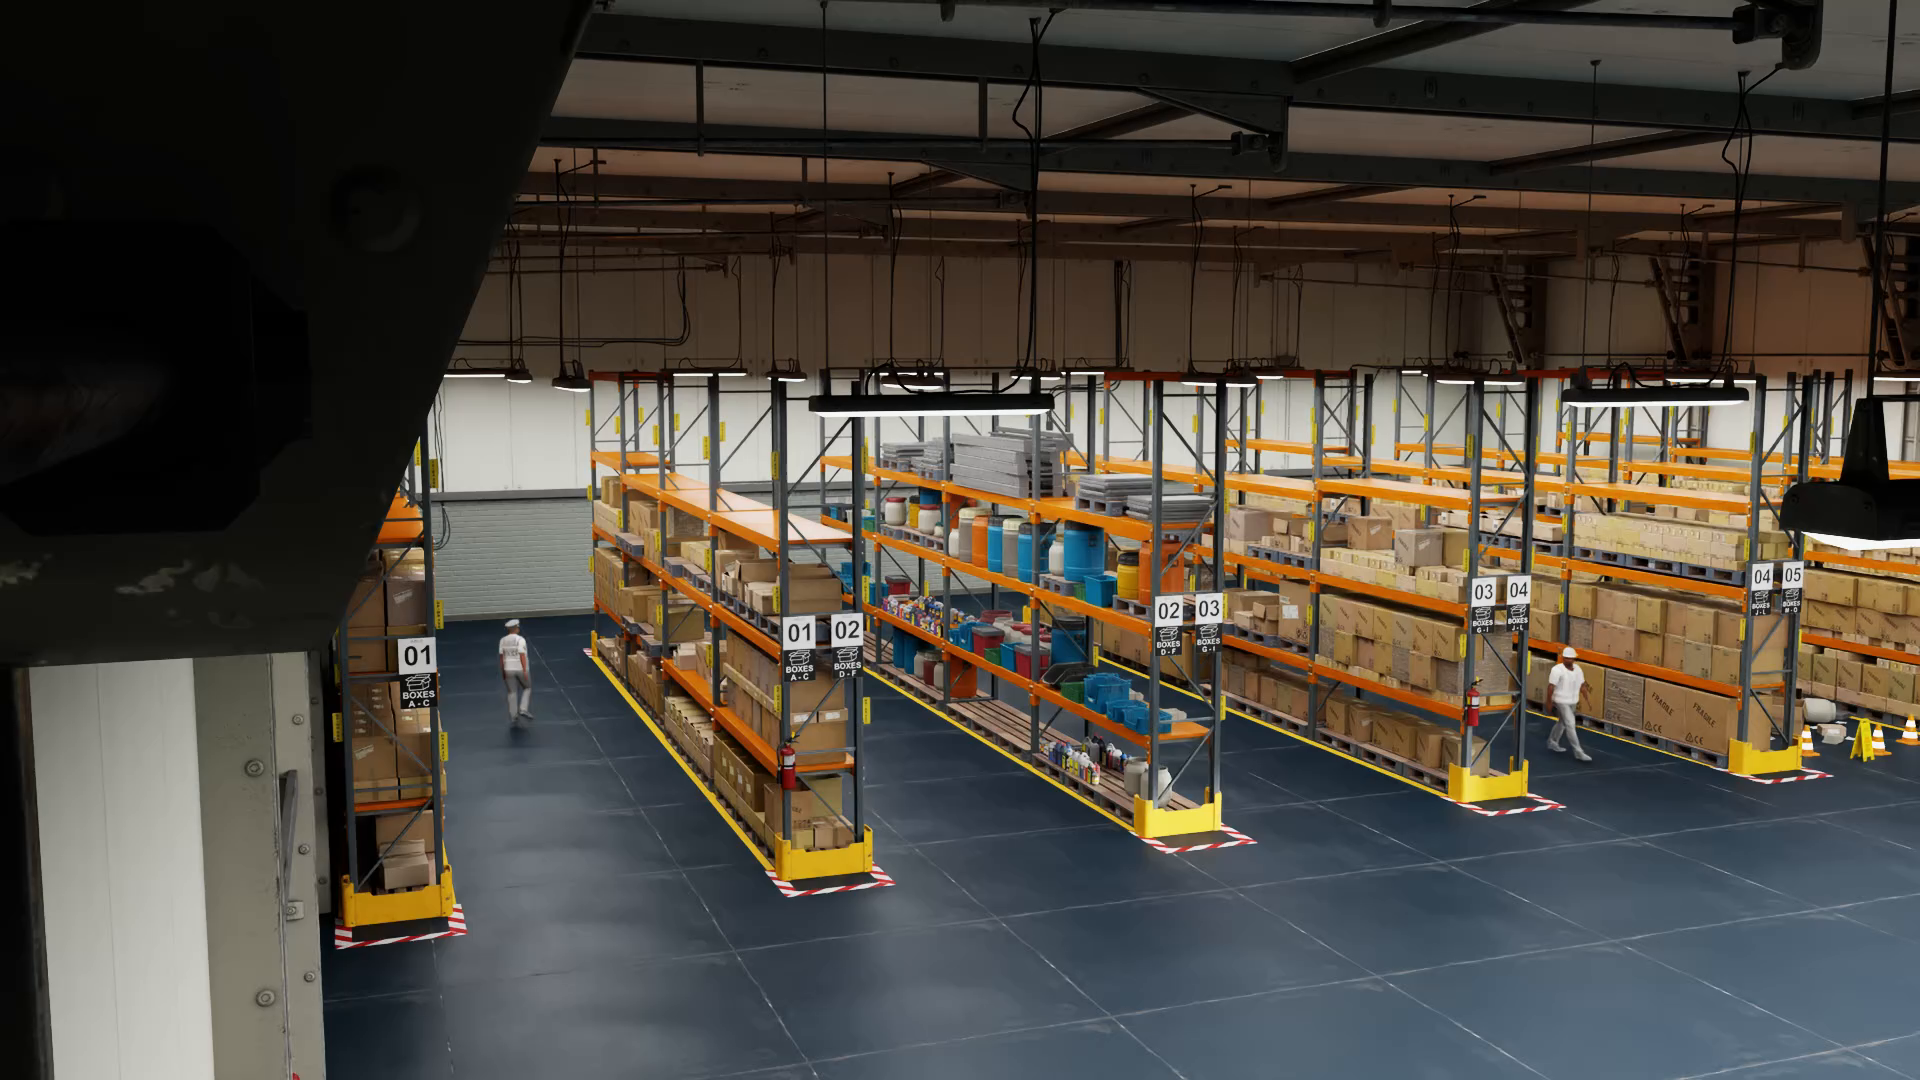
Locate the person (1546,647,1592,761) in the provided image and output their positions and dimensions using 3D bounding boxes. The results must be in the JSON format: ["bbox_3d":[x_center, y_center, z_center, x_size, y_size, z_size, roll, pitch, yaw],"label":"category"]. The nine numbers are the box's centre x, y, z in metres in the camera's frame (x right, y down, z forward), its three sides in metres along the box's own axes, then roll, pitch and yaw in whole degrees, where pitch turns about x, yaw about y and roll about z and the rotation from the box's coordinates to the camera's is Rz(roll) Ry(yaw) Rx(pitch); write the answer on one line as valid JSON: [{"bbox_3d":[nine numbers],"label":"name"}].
[{"bbox_3d":[9.582,2.539,26.074,0.599,1.719,0.968,-3,7,-27],"label":"person"}]

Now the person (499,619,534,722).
[{"bbox_3d":[-7.662,2.254,28.652,0.560,1.760,0.539,0,6,-3],"label":"person"}]
